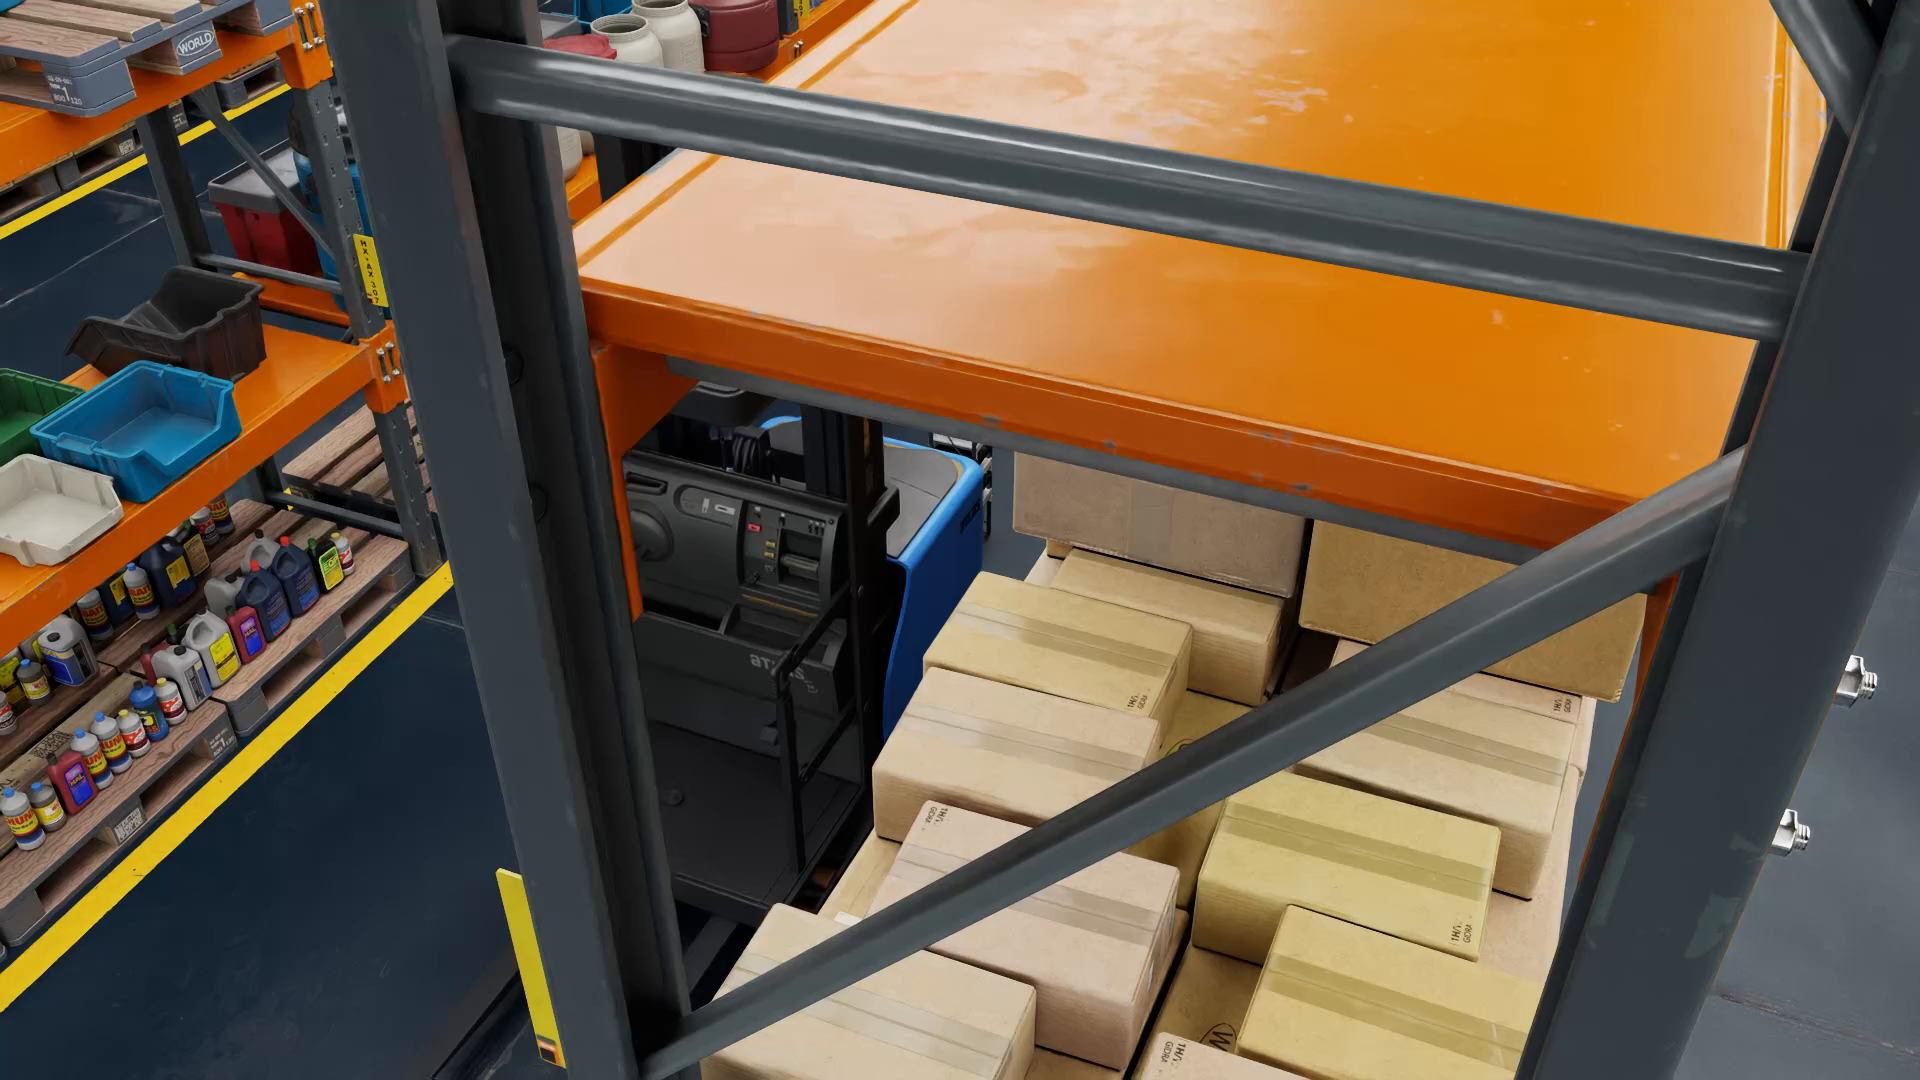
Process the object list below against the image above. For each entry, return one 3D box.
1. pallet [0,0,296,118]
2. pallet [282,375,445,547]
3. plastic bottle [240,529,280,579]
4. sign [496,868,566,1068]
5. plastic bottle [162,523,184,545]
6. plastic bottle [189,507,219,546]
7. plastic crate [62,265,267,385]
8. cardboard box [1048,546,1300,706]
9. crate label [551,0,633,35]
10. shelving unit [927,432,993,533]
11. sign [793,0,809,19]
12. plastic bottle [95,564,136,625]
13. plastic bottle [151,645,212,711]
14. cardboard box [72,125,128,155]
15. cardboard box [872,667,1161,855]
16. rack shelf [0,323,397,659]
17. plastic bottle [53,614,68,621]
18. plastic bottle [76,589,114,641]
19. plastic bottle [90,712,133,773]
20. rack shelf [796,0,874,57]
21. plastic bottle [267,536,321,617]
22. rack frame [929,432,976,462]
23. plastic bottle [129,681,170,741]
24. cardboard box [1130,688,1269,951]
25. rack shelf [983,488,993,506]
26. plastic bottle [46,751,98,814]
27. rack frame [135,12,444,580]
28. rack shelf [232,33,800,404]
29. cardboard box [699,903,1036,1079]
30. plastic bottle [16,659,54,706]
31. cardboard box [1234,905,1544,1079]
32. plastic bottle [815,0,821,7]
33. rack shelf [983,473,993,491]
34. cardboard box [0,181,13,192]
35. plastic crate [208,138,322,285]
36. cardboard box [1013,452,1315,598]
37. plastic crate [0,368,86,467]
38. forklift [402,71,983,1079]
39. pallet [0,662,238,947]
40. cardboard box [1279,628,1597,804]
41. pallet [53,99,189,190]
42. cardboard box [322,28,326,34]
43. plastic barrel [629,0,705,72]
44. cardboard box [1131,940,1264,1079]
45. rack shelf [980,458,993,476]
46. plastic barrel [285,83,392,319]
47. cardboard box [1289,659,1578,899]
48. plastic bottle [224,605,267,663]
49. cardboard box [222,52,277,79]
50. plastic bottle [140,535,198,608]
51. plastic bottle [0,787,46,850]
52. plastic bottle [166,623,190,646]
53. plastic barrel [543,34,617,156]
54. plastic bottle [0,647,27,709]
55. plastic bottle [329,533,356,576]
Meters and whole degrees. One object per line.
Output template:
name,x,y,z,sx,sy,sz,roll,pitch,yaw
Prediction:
pallet,-3.182,-1.863,5.890,1.213,0.211,1.003,14,39,18
pallet,-2.735,-0.486,8.724,1.003,0.211,1.213,14,39,18
plastic bottle,-3.110,0.115,7.436,0.144,0.351,0.185,14,39,18
sign,-0.445,0.490,1.844,0.100,0.325,0.005,14,39,18
plastic bottle,-3.622,0.017,7.629,0.152,0.276,0.135,15,39,19
plastic bottle,-3.563,-0.082,7.824,0.097,0.201,0.097,0,37,0
plastic crate,-3.315,-0.873,6.965,0.767,0.338,0.504,14,39,18
cardboard box,0.371,0.111,2.883,0.380,0.149,0.250,14,39,18
crate label,-2.104,-2.899,9.594,0.502,0.435,0.616,14,39,18
shelving unit,0.003,-0.365,7.987,0.258,0.900,0.210,14,39,18
sign,-0.964,-3.318,10.047,0.100,0.325,0.005,14,39,18
plastic bottle,-3.760,0.183,7.345,0.144,0.351,0.185,12,38,16
plastic bottle,-3.238,0.552,6.914,0.152,0.276,0.135,15,39,19
cardboard box,-6.223,-2.938,11.621,0.500,0.250,0.500,13,39,17
cardboard box,0.088,0.364,2.544,0.380,0.149,0.250,12,38,16
rack shelf,-3.759,0.236,6.029,1.077,0.370,4.000,14,39,18
plastic bottle,-3.890,0.394,7.188,0.097,0.201,0.097,0,37,0
plastic bottle,-3.782,0.304,7.249,0.097,0.271,0.097,0,37,0
plastic bottle,-3.373,0.794,6.594,0.097,0.271,0.097,0,37,0
rack shelf,-0.715,-4.193,11.955,1.077,0.370,4.000,14,39,18
plastic bottle,-2.976,0.148,7.392,0.144,0.351,0.185,13,39,17
rack frame,-0.036,-0.309,7.911,0.240,0.900,0.006,14,39,18
plastic bottle,-3.296,0.682,6.744,0.097,0.271,0.097,0,37,0
cardboard box,0.197,0.440,2.775,0.500,0.250,0.500,14,39,18
rack shelf,0.003,-0.194,8.114,0.258,0.077,0.200,14,39,18
plastic bottle,-3.439,0.913,6.424,0.061,0.283,0.133,14,39,18
rack frame,-2.998,-1.159,7.295,1.000,3.000,0.127,14,39,18
rack shelf,-2.237,-1.978,8.992,1.077,0.370,4.000,14,39,18
cardboard box,-0.122,0.658,2.151,0.380,0.149,0.250,14,39,18
plastic bottle,-3.865,0.584,6.933,0.097,0.201,0.097,0,37,0
cardboard box,0.567,0.661,2.146,0.380,0.149,0.250,15,39,19
plastic bottle,-0.943,-3.546,10.596,0.097,0.271,0.097,0,37,0
rack shelf,0.003,-0.266,8.060,0.258,0.077,0.200,14,39,18
cardboard box,-6.610,-2.375,10.868,0.500,0.250,0.500,15,39,19
plastic crate,-3.096,-1.523,7.728,0.402,0.464,0.583,14,39,18
cardboard box,0.416,-0.293,2.881,0.500,0.500,0.500,14,39,18
plastic crate,-3.775,-0.387,6.439,0.450,0.188,0.662,14,39,18
forklift,-0.937,0.047,5.739,1.130,2.935,3.031,15,39,19
pallet,-3.755,0.998,6.739,1.003,0.211,1.213,14,39,18
cardboard box,0.866,0.274,2.998,0.500,0.250,0.500,14,39,18
pallet,-6.404,-2.940,12.008,1.003,0.211,1.213,14,39,18
cardboard box,-5.228,-4.434,13.397,0.500,0.500,0.500,13,39,17
plastic barrel,-1.670,-2.800,9.398,0.421,0.512,0.421,0,37,0
cardboard box,0.483,0.835,2.248,0.500,0.250,0.500,15,39,19
rack shelf,0.003,-0.338,8.007,0.258,0.077,0.200,14,39,18
plastic barrel,-2.571,-1.505,7.339,0.600,0.901,0.708,14,39,18
cardboard box,0.719,0.359,2.551,0.380,0.149,0.250,15,39,20
plastic bottle,-3.073,0.381,7.136,0.061,0.283,0.133,16,40,21
cardboard box,-5.618,-3.866,12.637,0.500,0.500,0.500,15,39,20
plastic bottle,-3.555,0.111,7.441,0.144,0.351,0.185,14,39,18
plastic bottle,-3.542,1.039,6.266,0.097,0.271,0.097,0,37,0
plastic bottle,-3.277,0.451,7.043,0.061,0.283,0.133,14,39,18
plastic barrel,-1.987,-2.339,8.760,0.433,0.535,0.433,0,37,0
plastic bottle,-3.993,0.521,6.893,0.144,0.351,0.185,15,39,20
plastic bottle,-2.848,0.057,7.638,0.097,0.201,0.097,0,37,0
